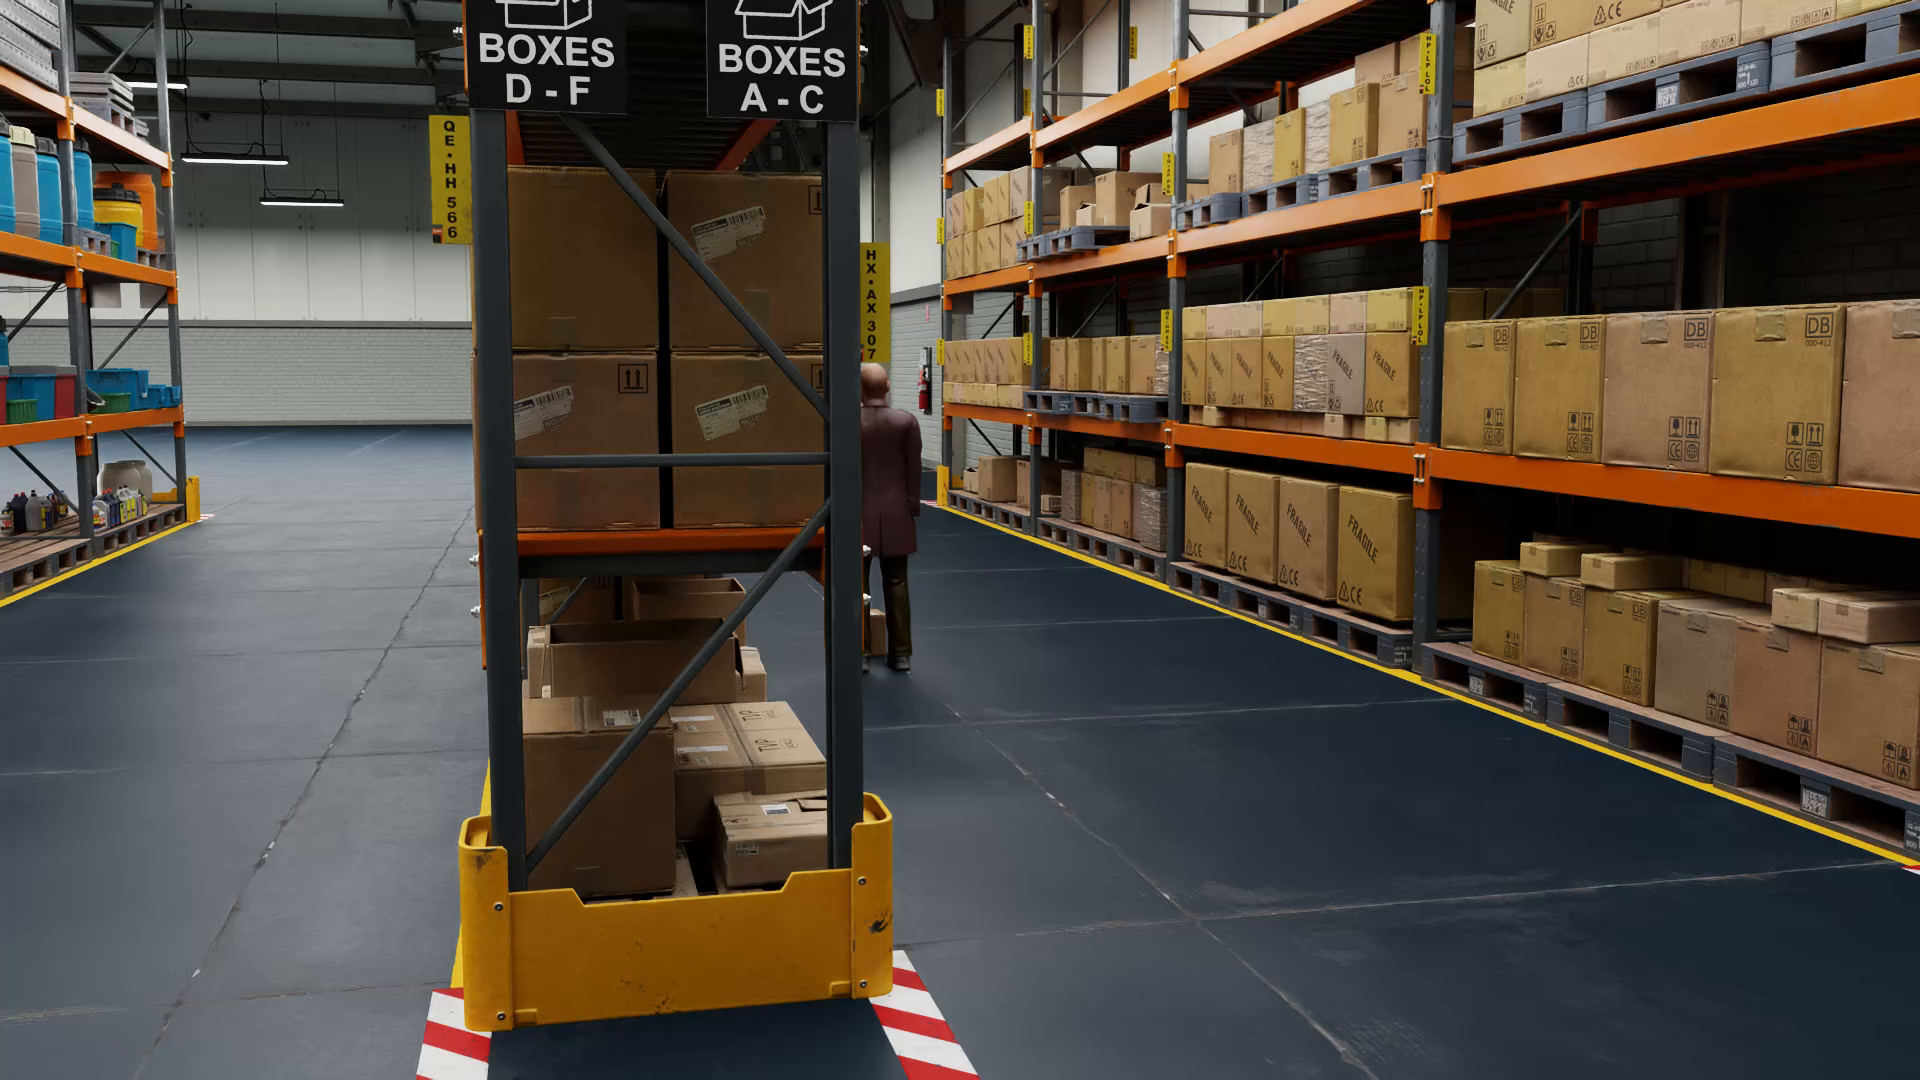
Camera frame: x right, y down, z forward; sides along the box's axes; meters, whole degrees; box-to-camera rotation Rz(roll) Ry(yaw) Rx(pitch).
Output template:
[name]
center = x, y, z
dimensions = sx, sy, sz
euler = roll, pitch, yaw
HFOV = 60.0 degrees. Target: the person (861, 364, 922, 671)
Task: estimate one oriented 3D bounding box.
[person]
center = -0.510, -0.131, 9.675
dimensions = 0.563, 1.779, 0.383
euler = -1, 6, -12
